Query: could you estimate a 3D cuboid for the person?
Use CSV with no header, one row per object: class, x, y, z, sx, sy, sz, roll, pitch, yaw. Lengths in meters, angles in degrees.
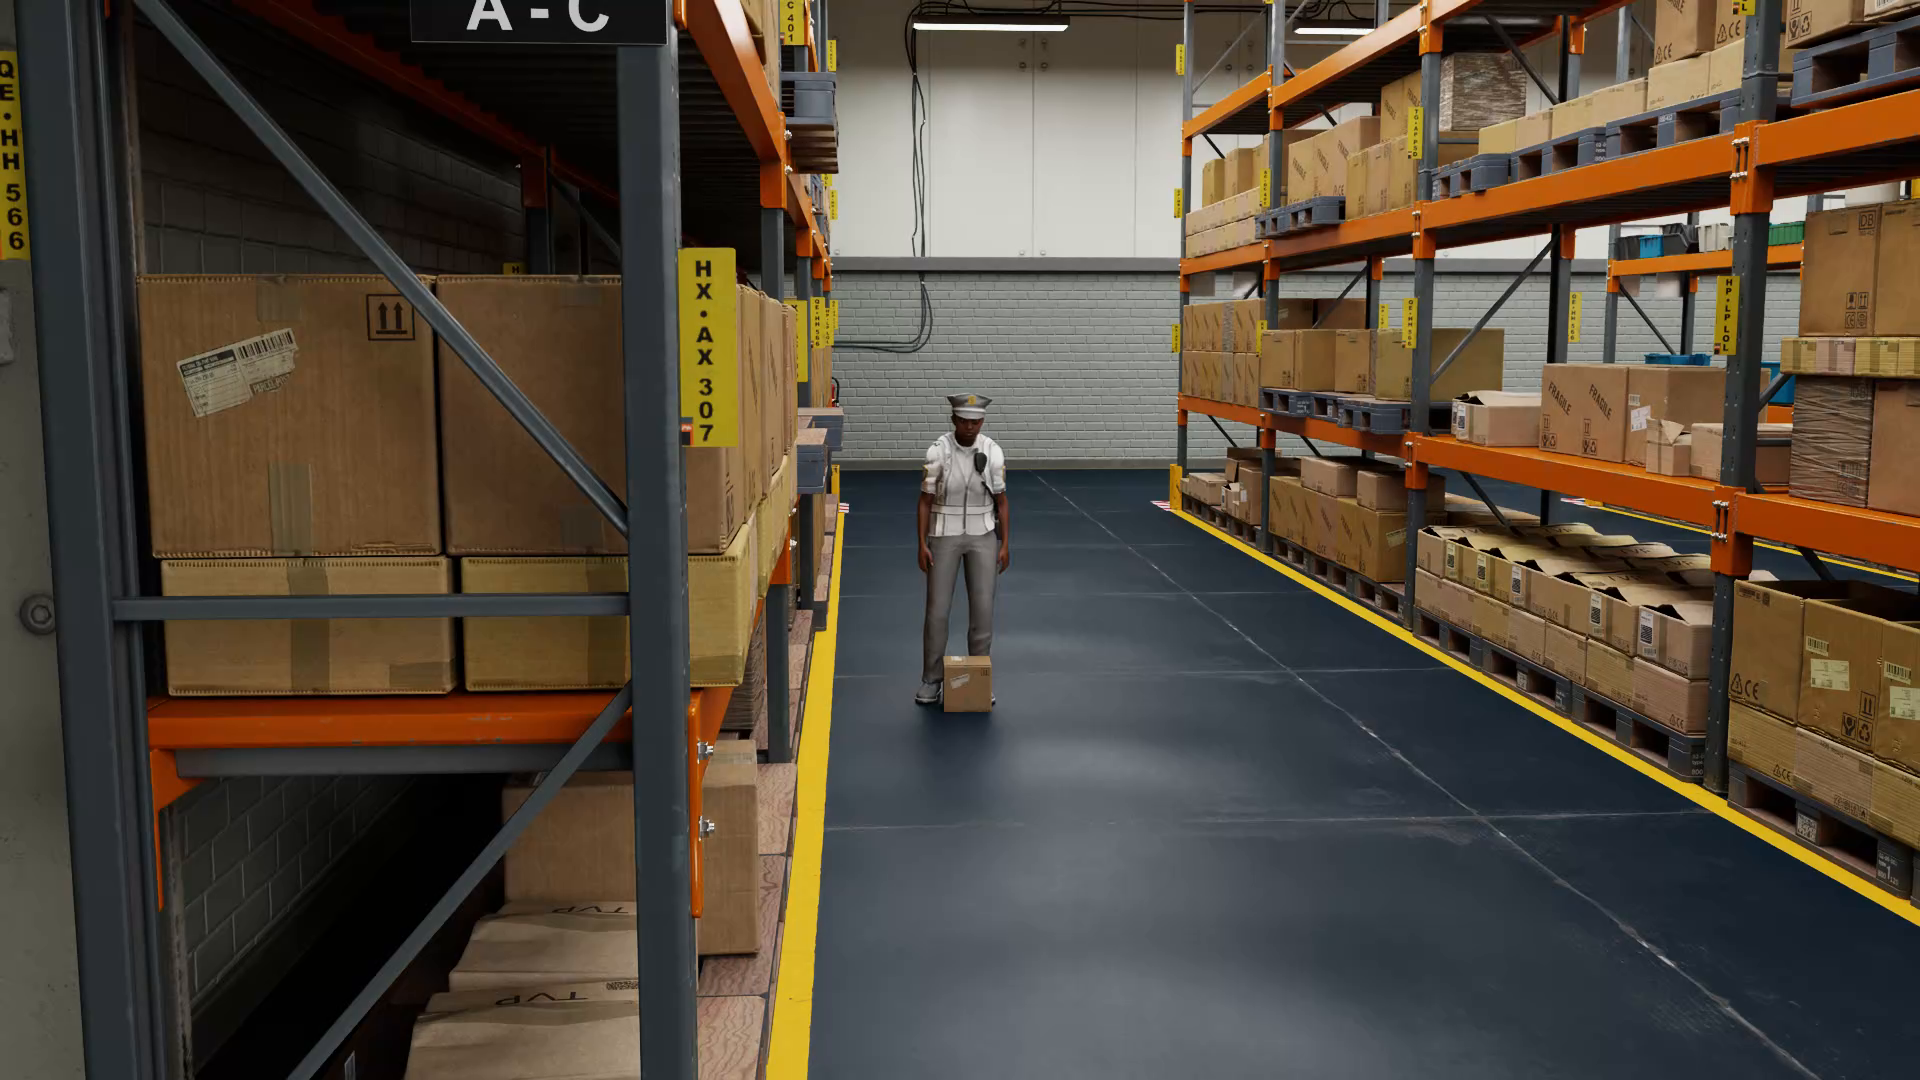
person,0.011,0.038,8.951,0.520,1.657,0.417,-1,7,-5
